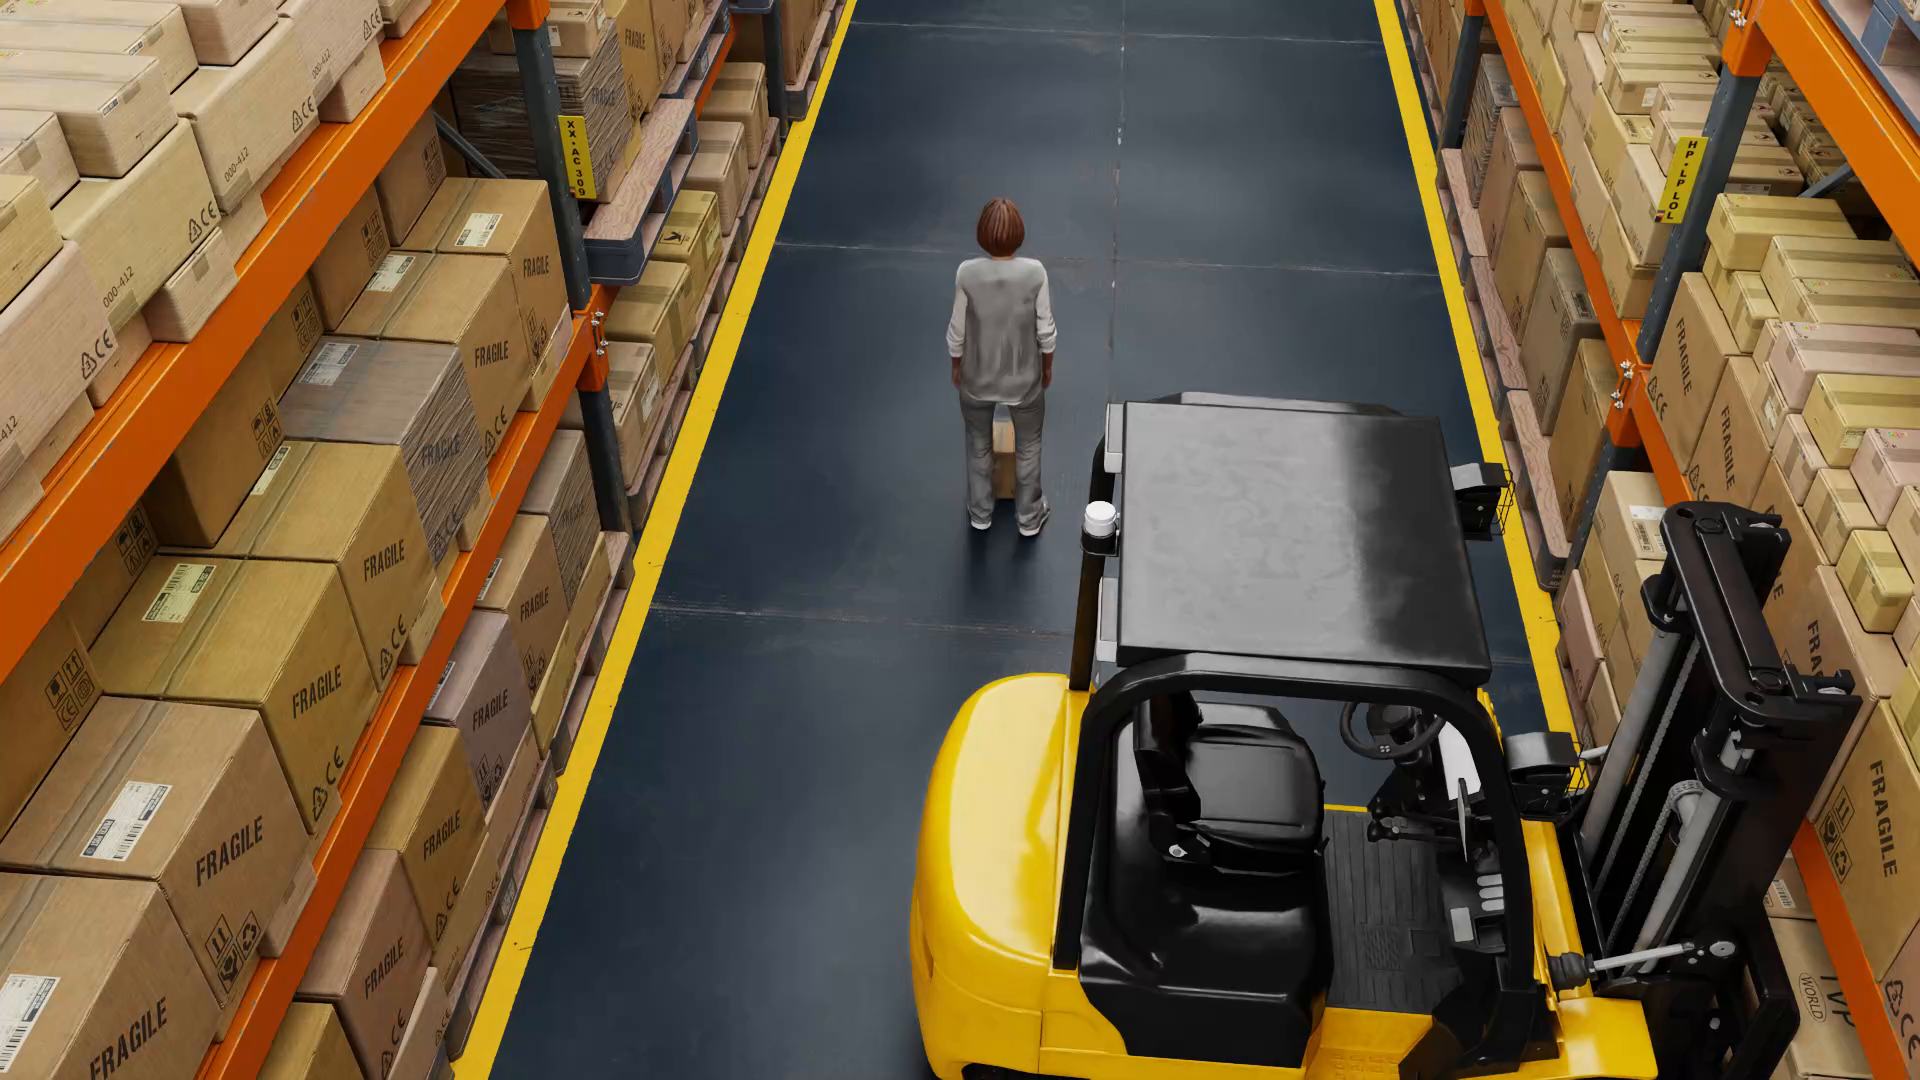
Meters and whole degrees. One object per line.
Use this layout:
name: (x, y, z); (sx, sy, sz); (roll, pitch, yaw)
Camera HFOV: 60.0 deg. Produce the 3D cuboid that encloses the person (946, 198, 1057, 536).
person: (0.174, -0.689, 6.967); (0.459, 1.594, 0.374); (2, 41, 2)
